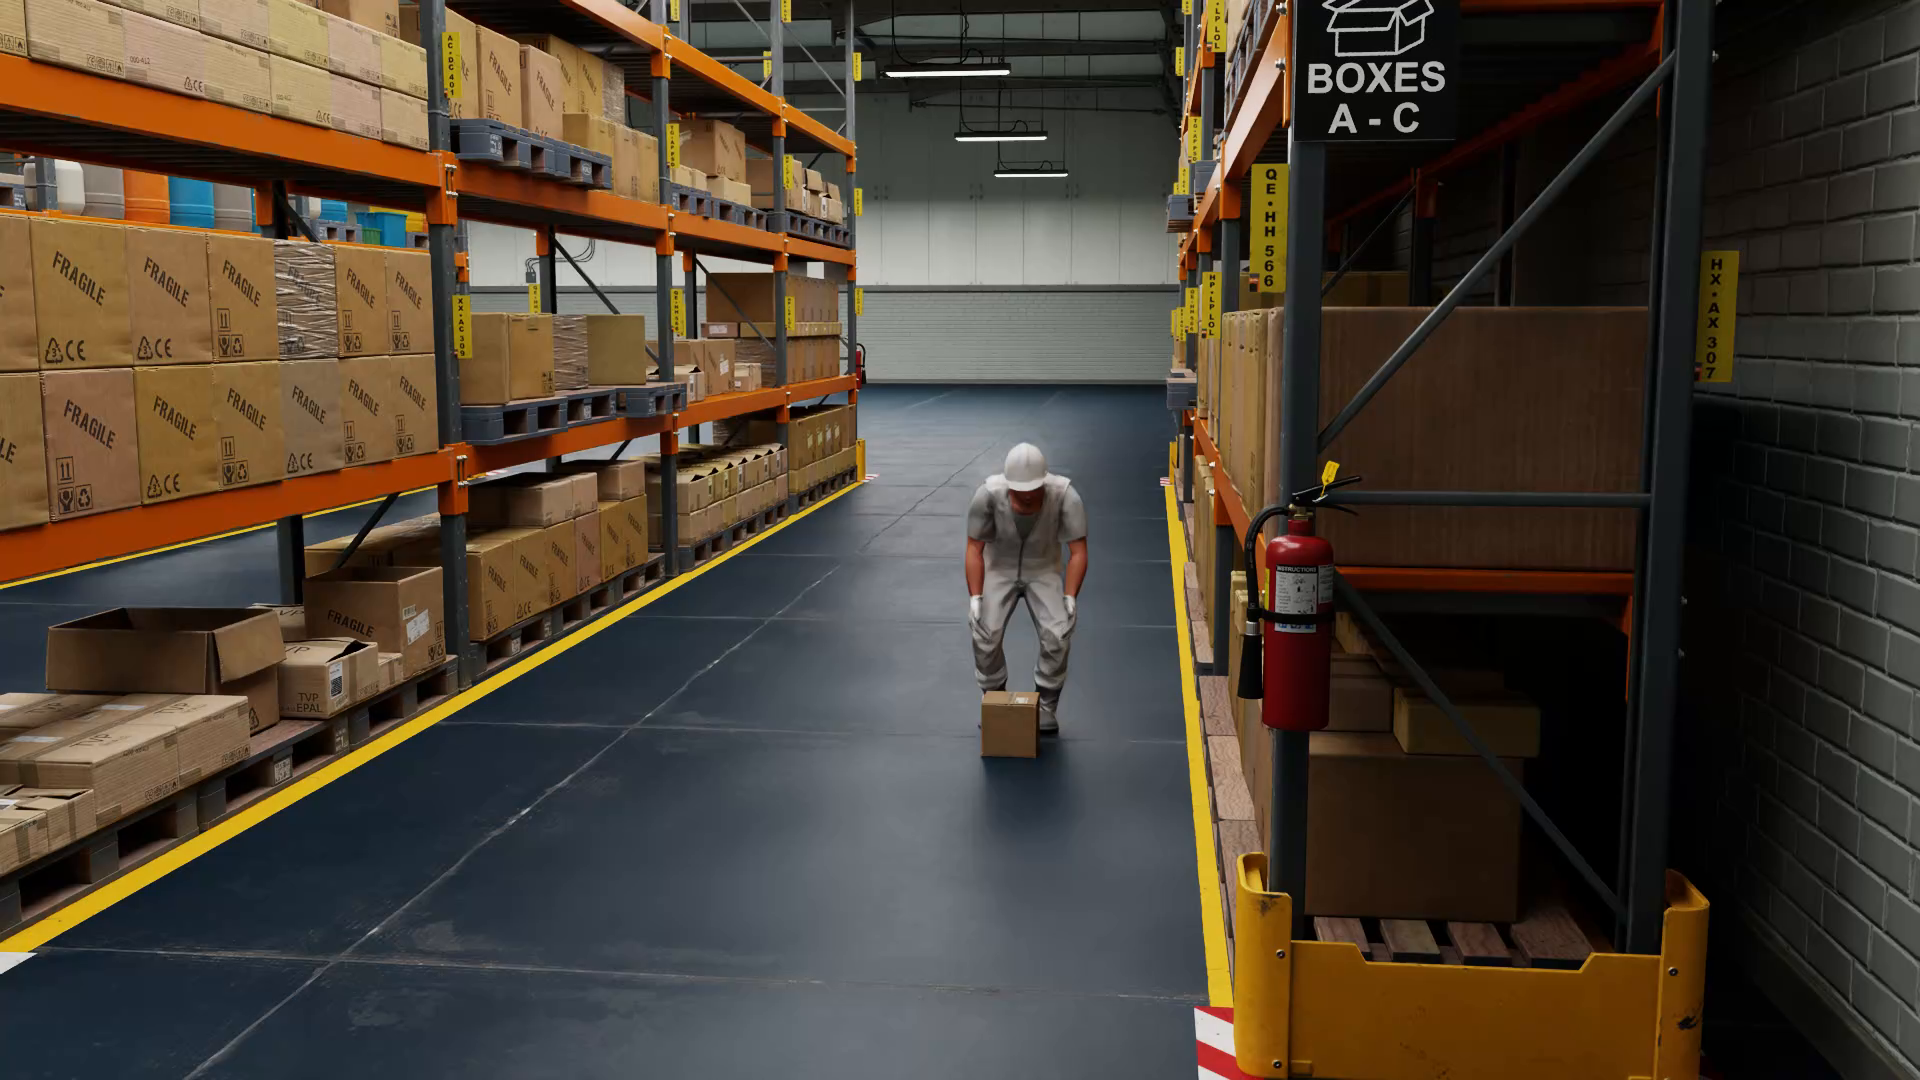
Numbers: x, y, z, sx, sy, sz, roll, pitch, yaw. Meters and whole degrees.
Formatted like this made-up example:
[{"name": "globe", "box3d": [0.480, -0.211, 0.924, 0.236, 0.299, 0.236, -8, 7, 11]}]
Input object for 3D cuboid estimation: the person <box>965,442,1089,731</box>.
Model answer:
[{"name": "person", "box3d": [0.325, 0.222, 7.966, 0.584, 1.409, 0.766, 1, 8, 6]}]
